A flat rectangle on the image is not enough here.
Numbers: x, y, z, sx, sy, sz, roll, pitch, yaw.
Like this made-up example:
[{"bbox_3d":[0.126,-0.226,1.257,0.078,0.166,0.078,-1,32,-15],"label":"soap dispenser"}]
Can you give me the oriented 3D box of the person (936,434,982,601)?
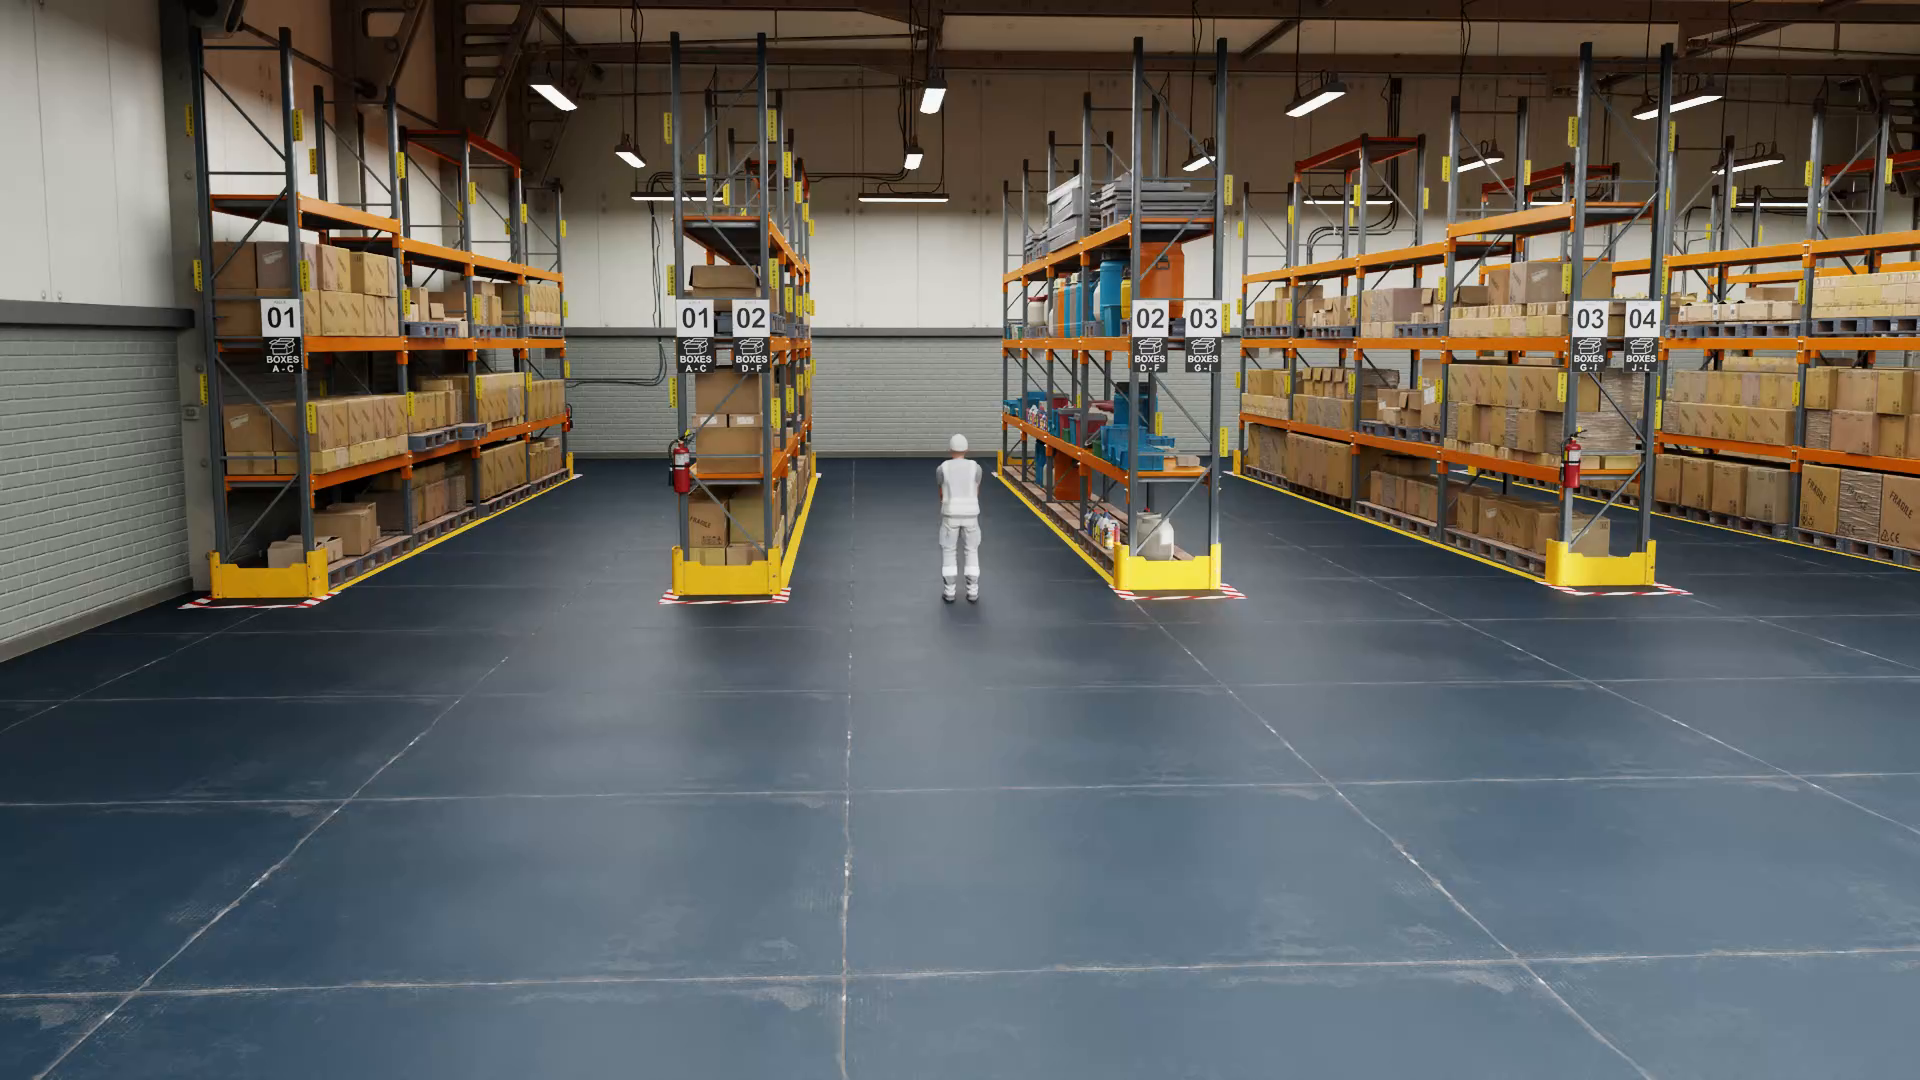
[{"bbox_3d":[-0.017,-0.257,17.832,0.494,1.783,0.572,0,7,-4],"label":"person"}]
